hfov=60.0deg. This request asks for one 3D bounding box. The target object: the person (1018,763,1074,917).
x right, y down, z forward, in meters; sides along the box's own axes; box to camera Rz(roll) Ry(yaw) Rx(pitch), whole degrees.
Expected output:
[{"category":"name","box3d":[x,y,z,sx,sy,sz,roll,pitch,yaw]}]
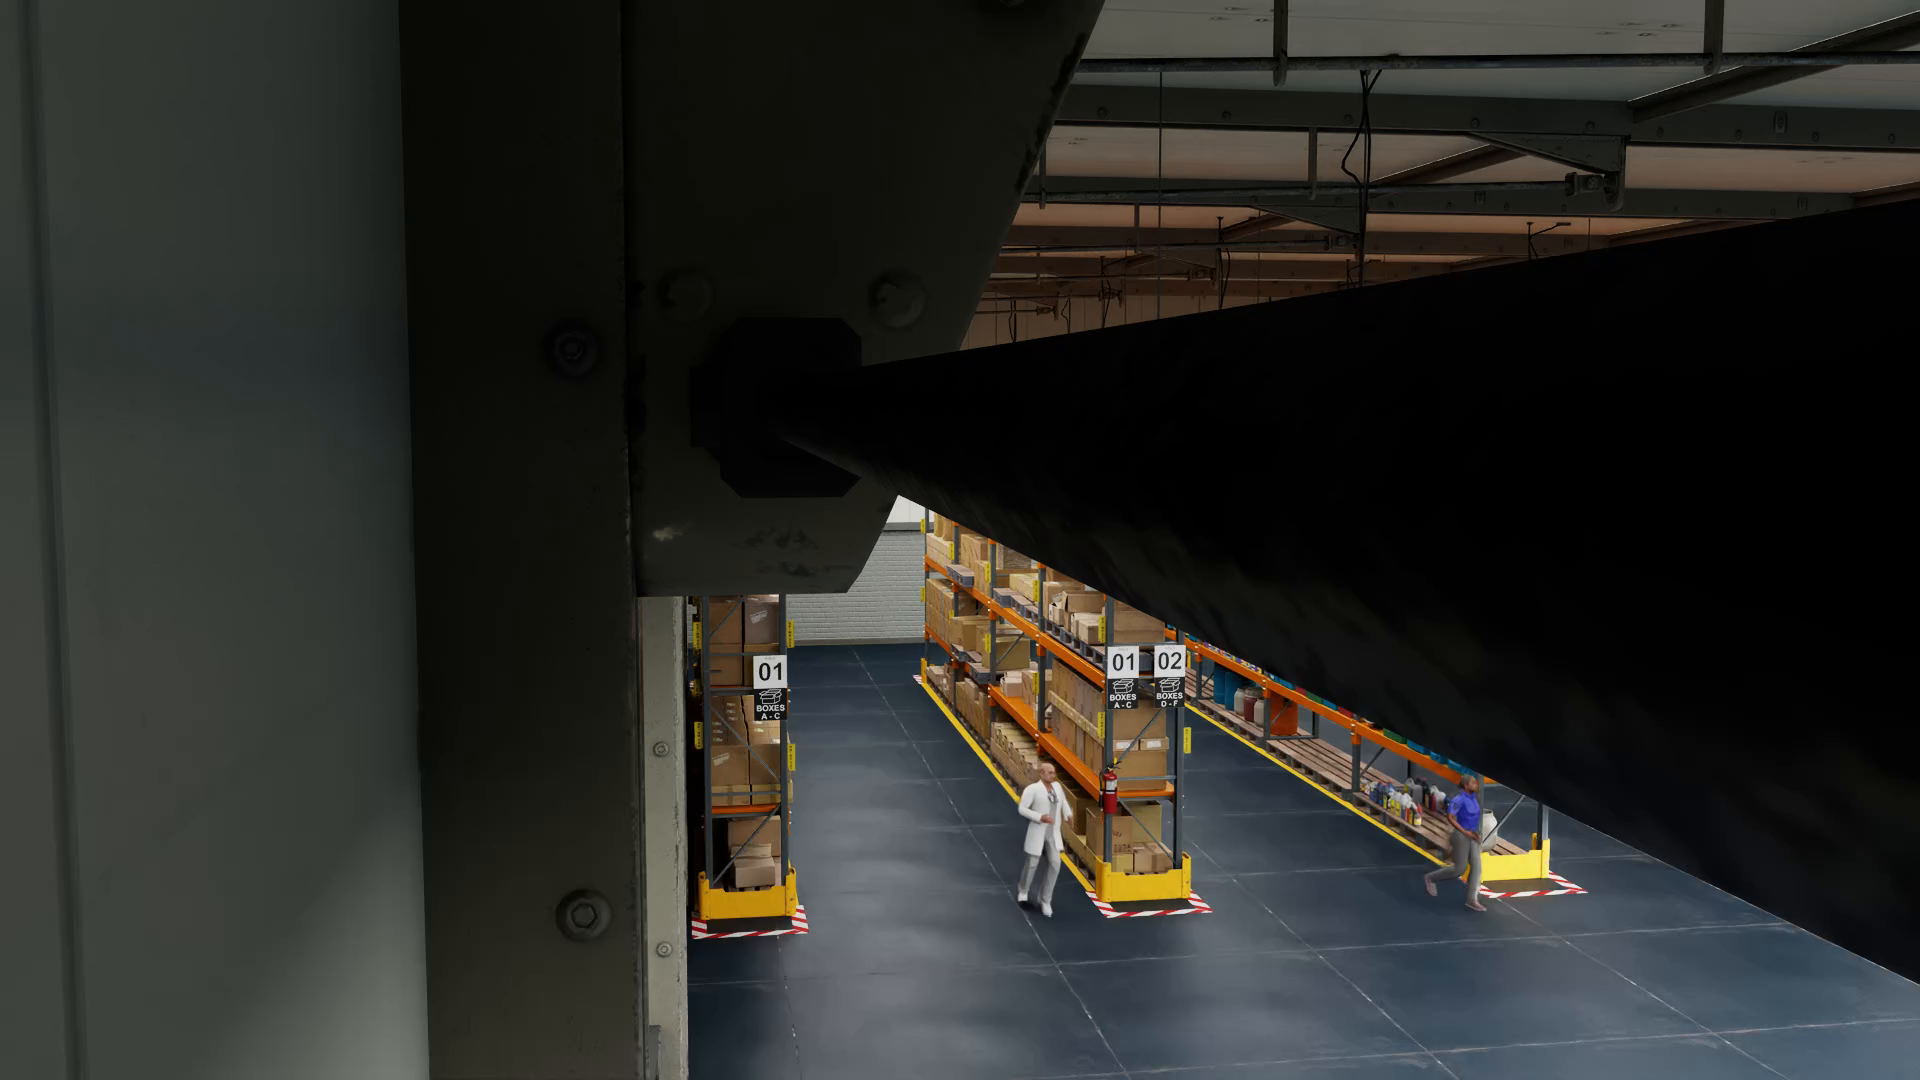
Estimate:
[{"category":"person","box3d":[1.068,3.655,20.488,0.769,1.816,0.739,-2,5,-24]}]

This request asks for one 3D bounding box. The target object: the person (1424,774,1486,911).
[{"category":"person","box3d":[6.271,3.710,20.647,0.640,1.605,0.828,-5,7,-44]}]
